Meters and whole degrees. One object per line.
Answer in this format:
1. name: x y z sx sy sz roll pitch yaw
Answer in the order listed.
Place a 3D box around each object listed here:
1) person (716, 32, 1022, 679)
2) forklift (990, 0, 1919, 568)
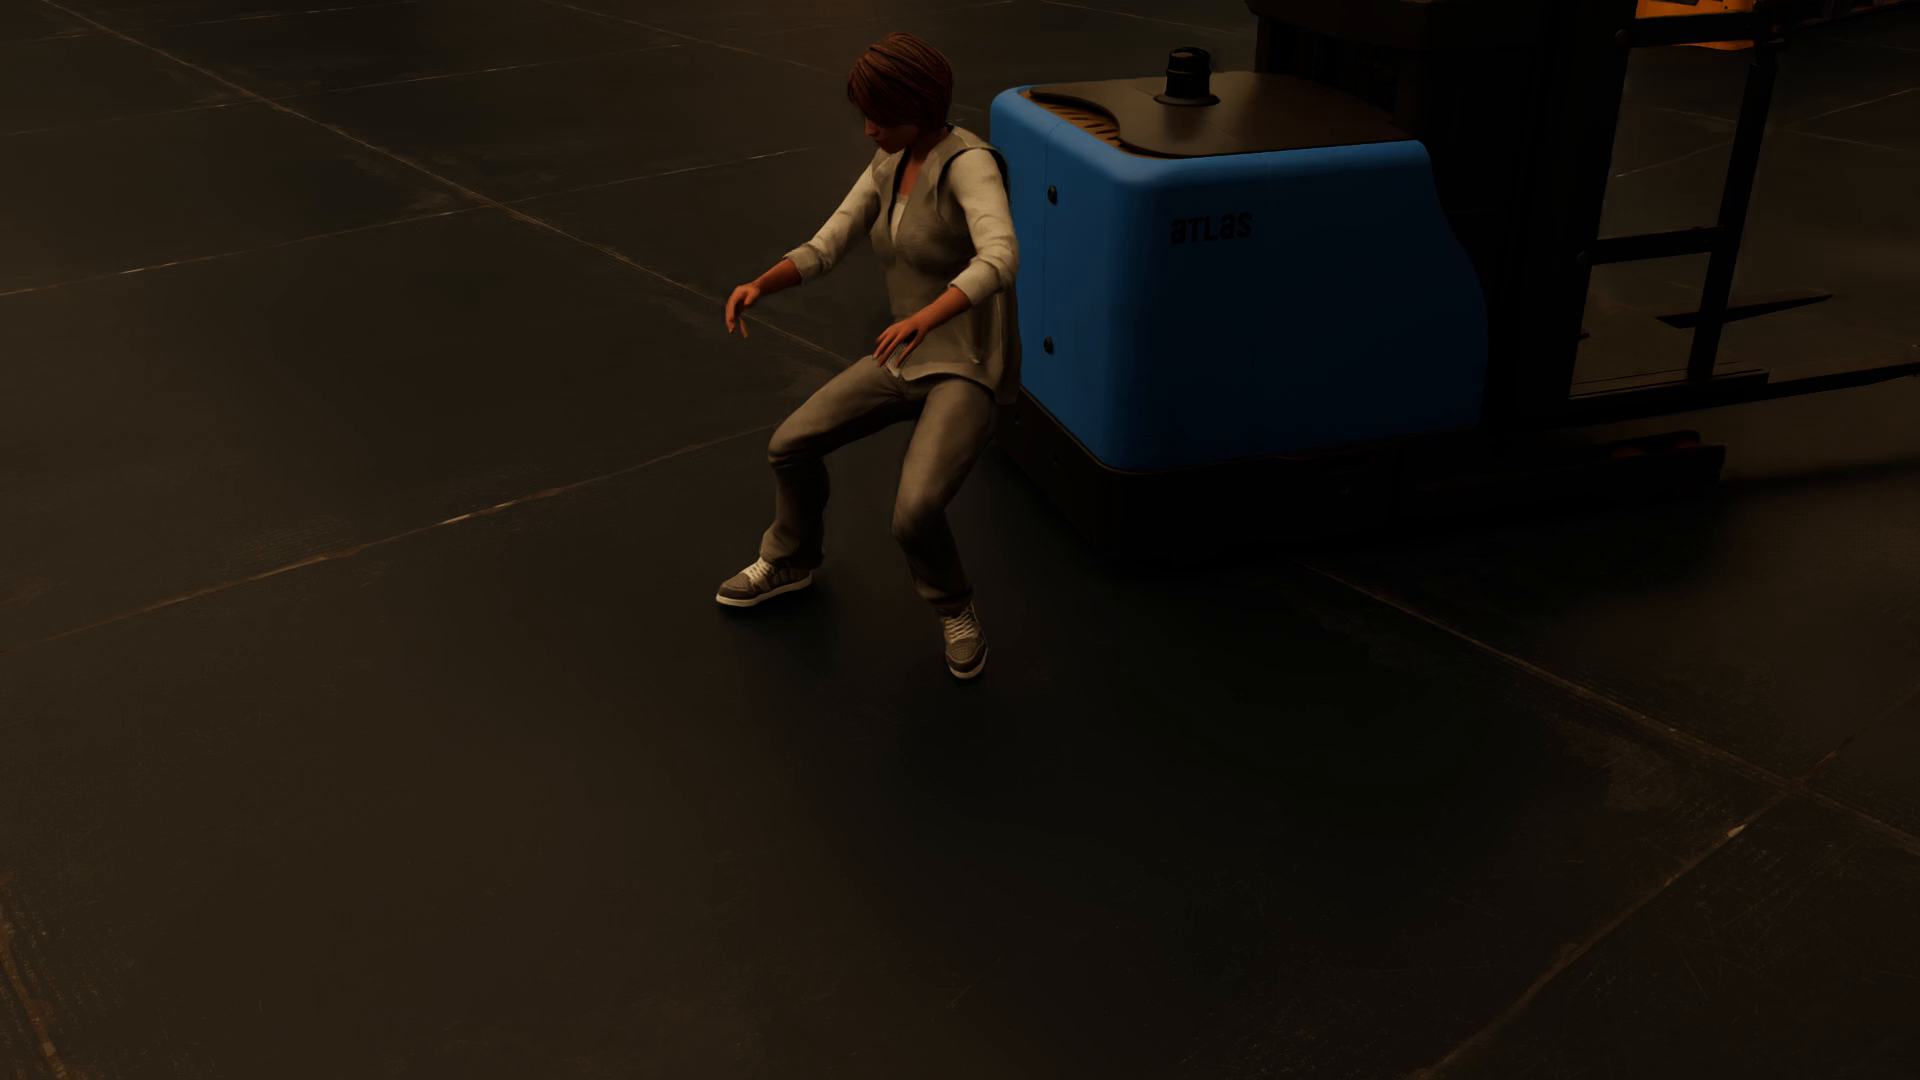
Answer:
1. person: -0.189 -0.379 3.694 0.642 1.386 0.832 -16 31 -29
2. forklift: 1.645 -1.622 4.472 3.031 2.935 1.130 -9 28 -17
